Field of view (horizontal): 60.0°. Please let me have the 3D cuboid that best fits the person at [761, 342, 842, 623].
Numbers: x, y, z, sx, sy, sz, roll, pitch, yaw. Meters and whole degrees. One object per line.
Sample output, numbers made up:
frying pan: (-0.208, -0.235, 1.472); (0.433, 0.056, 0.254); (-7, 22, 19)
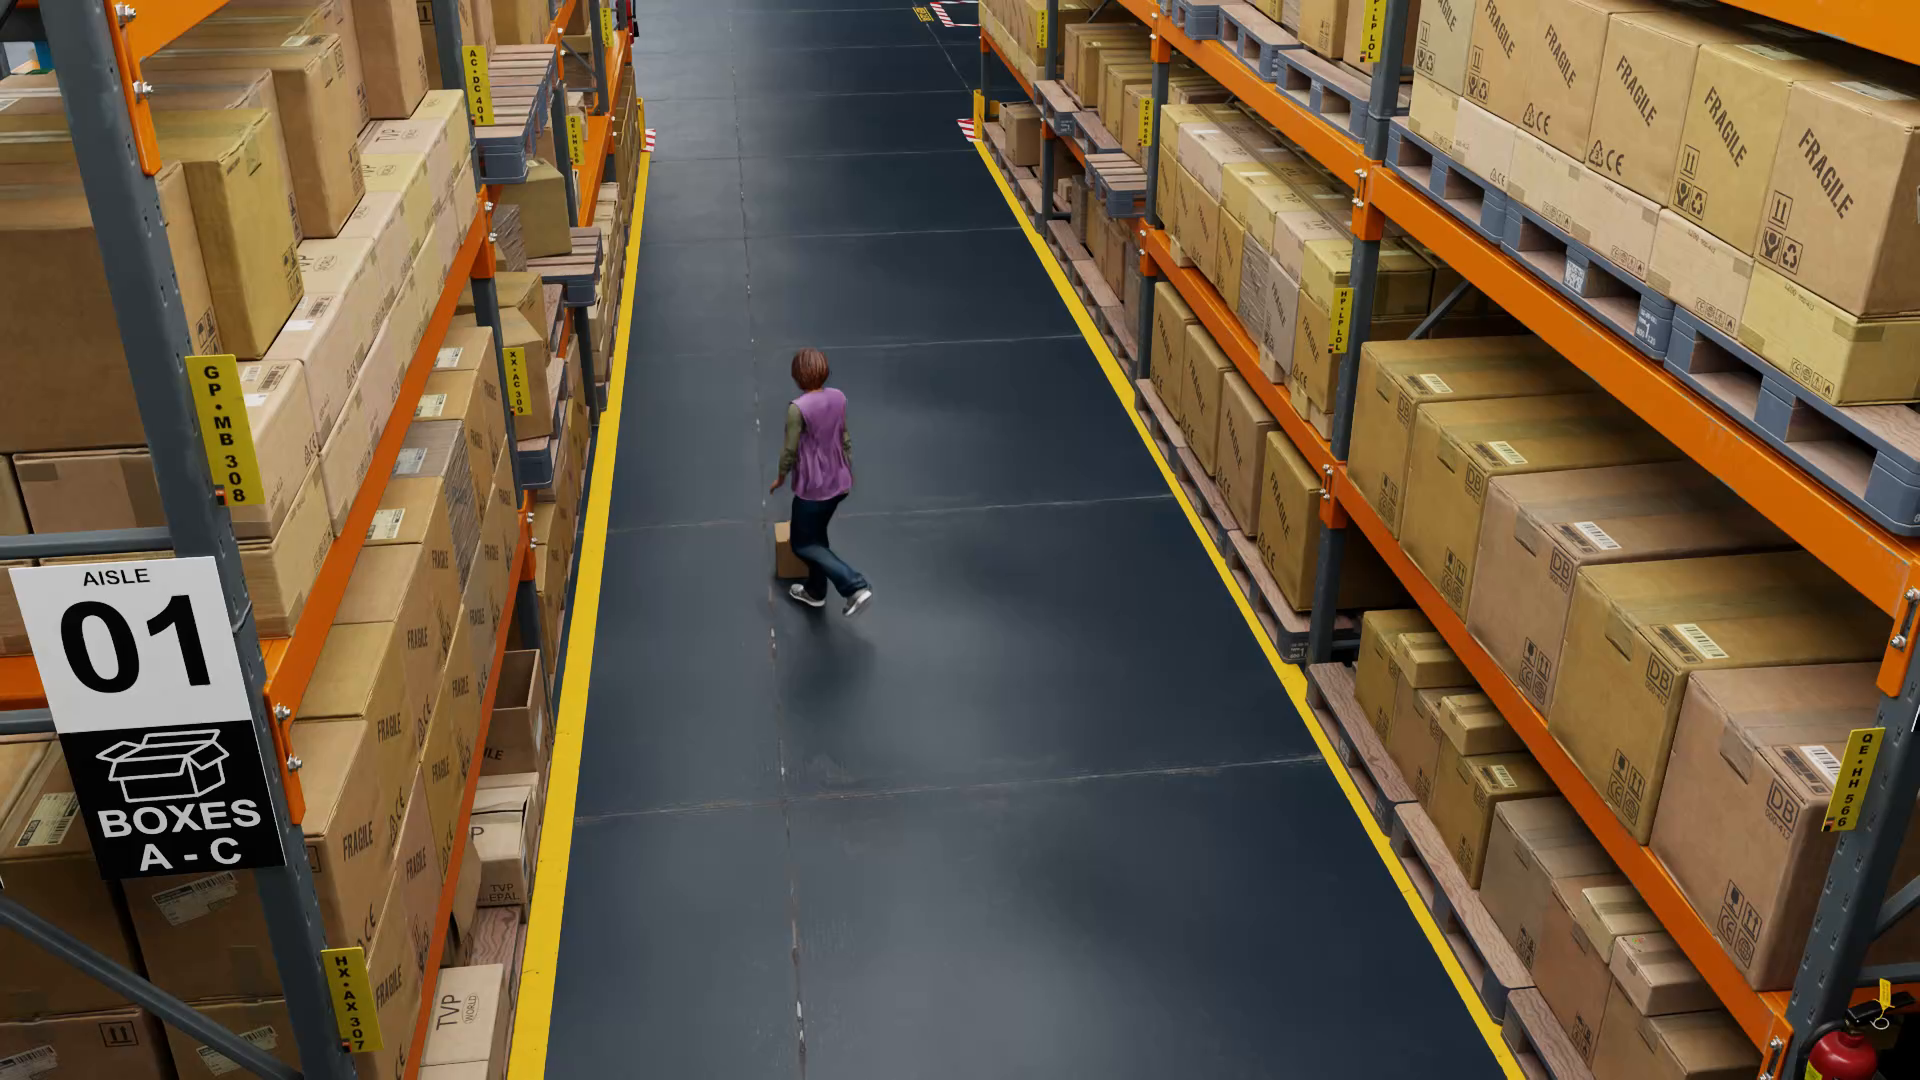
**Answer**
person: (-0.860, -0.293, 9.222); (0.454, 1.639, 0.357); (-22, 35, -36)
